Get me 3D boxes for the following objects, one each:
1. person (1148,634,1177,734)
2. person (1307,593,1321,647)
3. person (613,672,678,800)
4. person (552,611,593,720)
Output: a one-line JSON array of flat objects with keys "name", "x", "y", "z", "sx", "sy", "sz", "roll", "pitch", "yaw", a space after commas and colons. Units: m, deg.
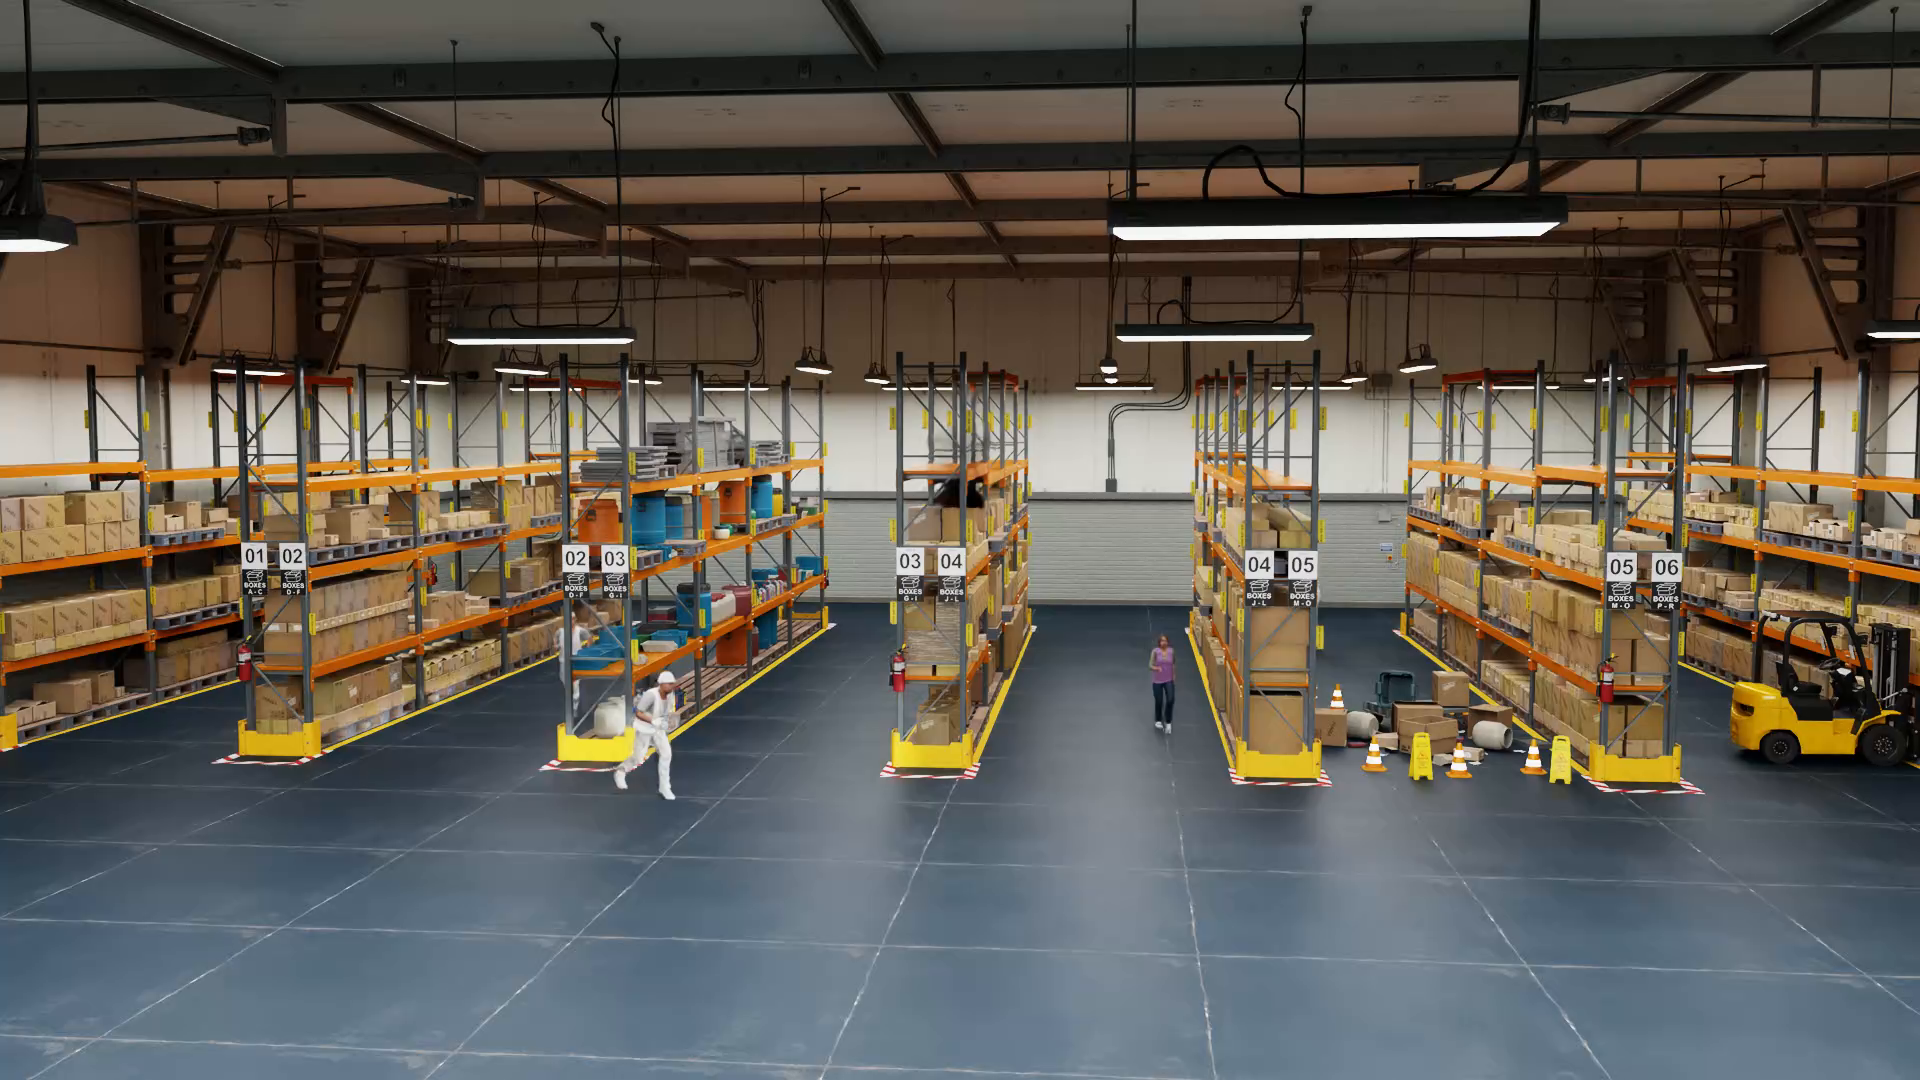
[{"name": "person", "x": 3.274, "y": 2.313, "z": 26.770, "sx": 0.490, "sy": 1.625, "sz": 0.711, "roll": 0, "pitch": 4, "yaw": 0}, {"name": "person", "x": 7.688, "y": 1.557, "z": 36.978, "sx": 0.614, "sy": 1.644, "sz": 0.552, "roll": -1, "pitch": 4, "yaw": -13}, {"name": "person", "x": -4.218, "y": 2.596, "z": 22.245, "sx": 1.055, "sy": 1.730, "sz": 0.694, "roll": 2, "pitch": 4, "yaw": 25}, {"name": "person", "x": -6.586, "y": 2.113, "z": 28.136, "sx": 0.630, "sy": 1.832, "sz": 0.708, "roll": 0, "pitch": 4, "yaw": 3}]
